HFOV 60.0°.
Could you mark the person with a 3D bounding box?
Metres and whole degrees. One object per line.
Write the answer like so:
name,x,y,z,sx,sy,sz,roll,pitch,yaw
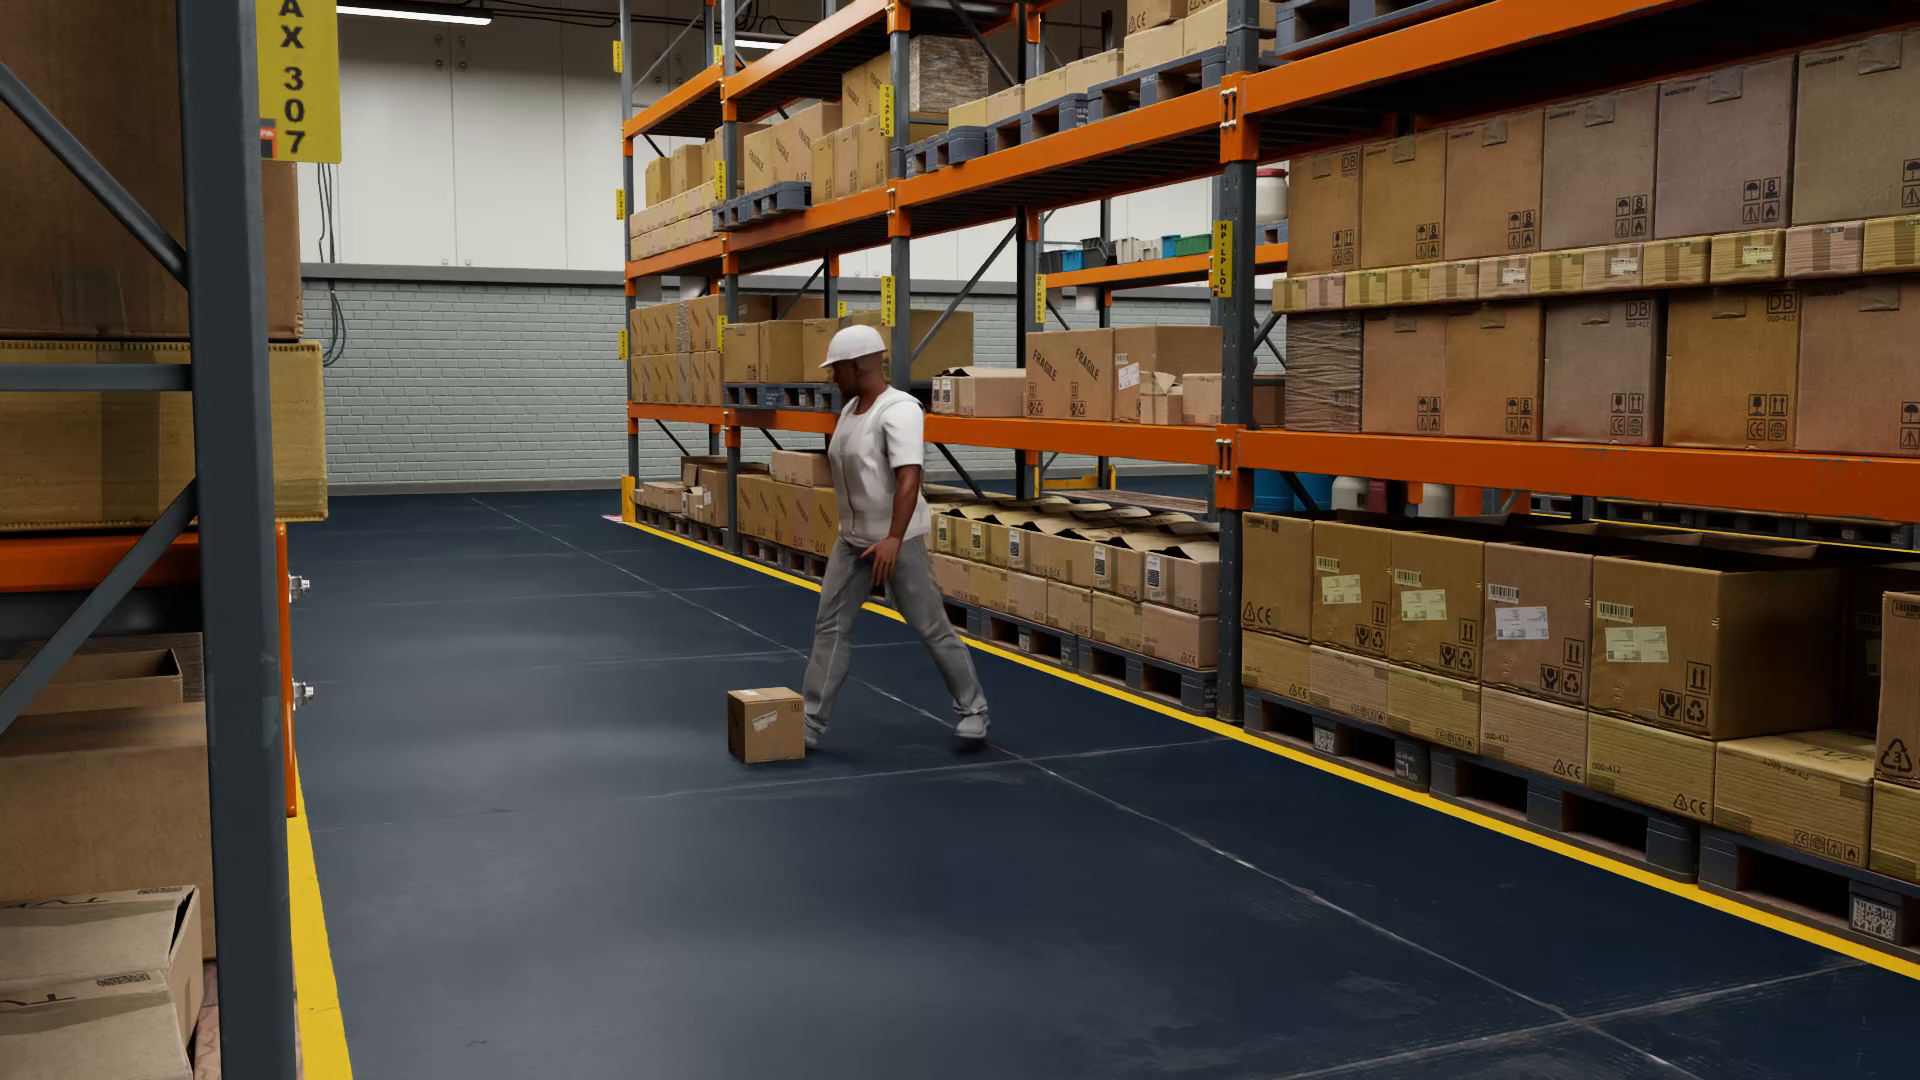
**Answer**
person,-0.341,-0.006,6.798,0.918,1.737,0.659,-4,7,-39
